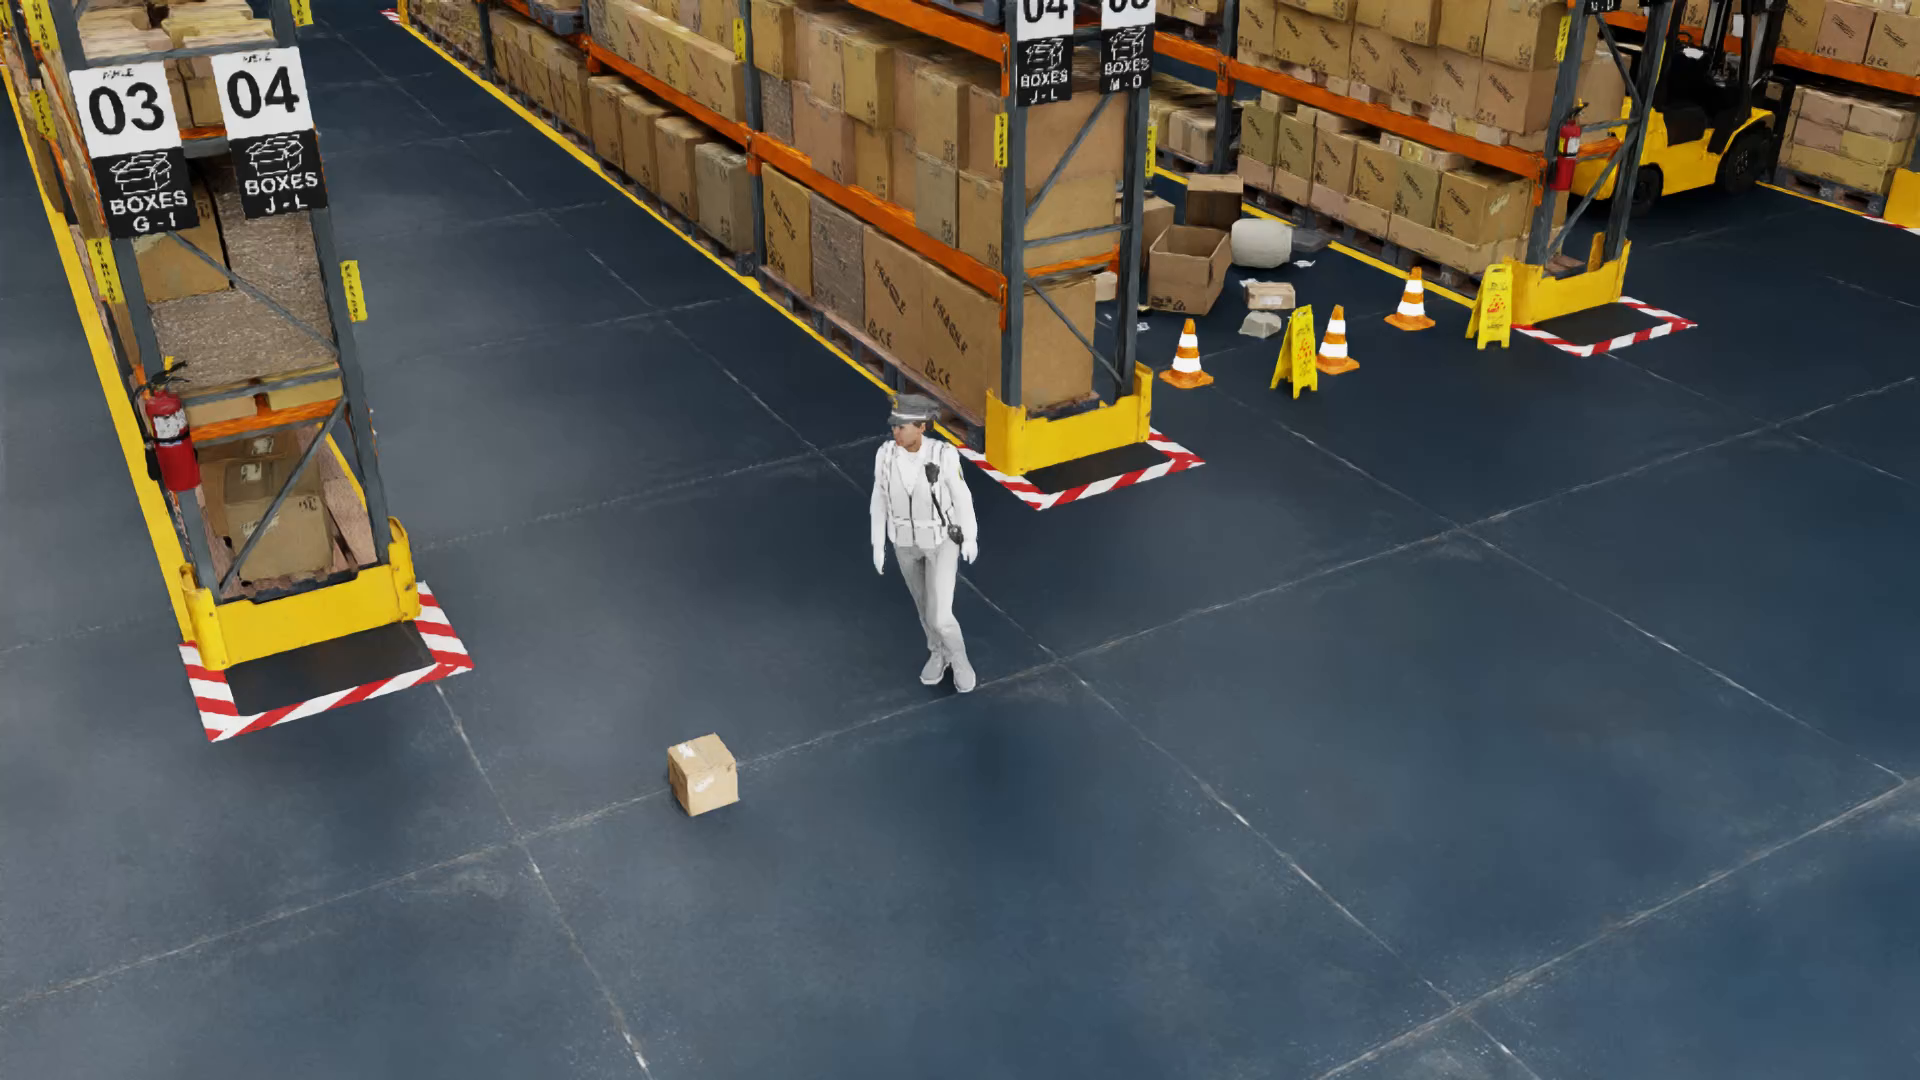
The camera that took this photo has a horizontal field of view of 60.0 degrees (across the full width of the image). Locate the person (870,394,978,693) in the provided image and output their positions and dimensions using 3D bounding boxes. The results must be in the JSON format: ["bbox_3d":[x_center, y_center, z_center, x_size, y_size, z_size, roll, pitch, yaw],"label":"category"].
[{"bbox_3d":[-0.178,0.012,8.480,0.577,1.670,0.442,11,31,18],"label":"person"}]
